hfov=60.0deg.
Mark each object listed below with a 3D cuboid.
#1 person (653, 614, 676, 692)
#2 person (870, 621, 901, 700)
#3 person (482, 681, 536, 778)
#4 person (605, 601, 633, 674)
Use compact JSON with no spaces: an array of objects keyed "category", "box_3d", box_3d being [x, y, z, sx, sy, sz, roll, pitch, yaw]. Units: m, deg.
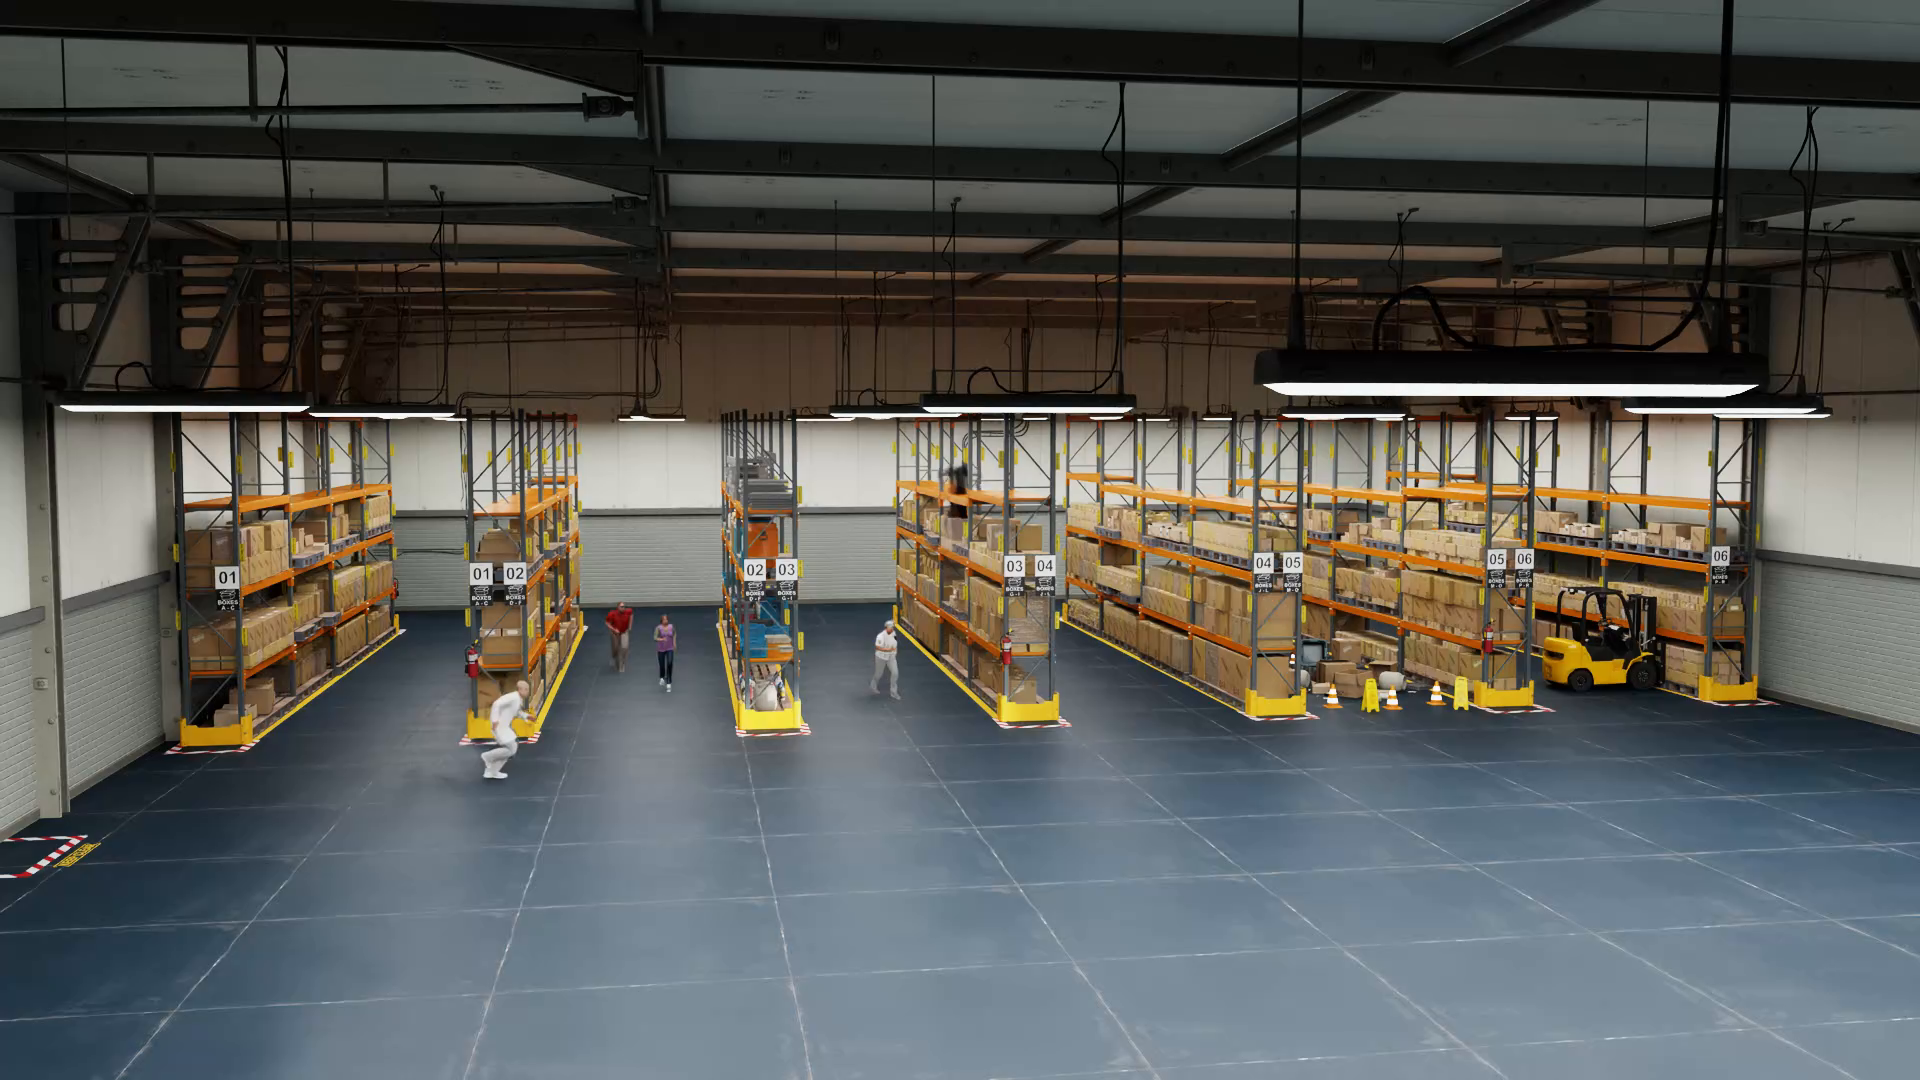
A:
[{"category":"person","box_3d":[-6.361,2.404,35.859,0.507,1.626,0.824,-1,4,-14]},{"category":"person","box_3d":[-1.567,2.486,34.795,0.603,1.640,0.944,-3,5,-32]},{"category":"person","box_3d":[-7.279,3.063,26.756,0.864,1.598,0.743,0,4,4]},{"category":"person","box_3d":[-7.939,2.231,38.613,0.695,1.694,1.024,-2,4,-27]}]
